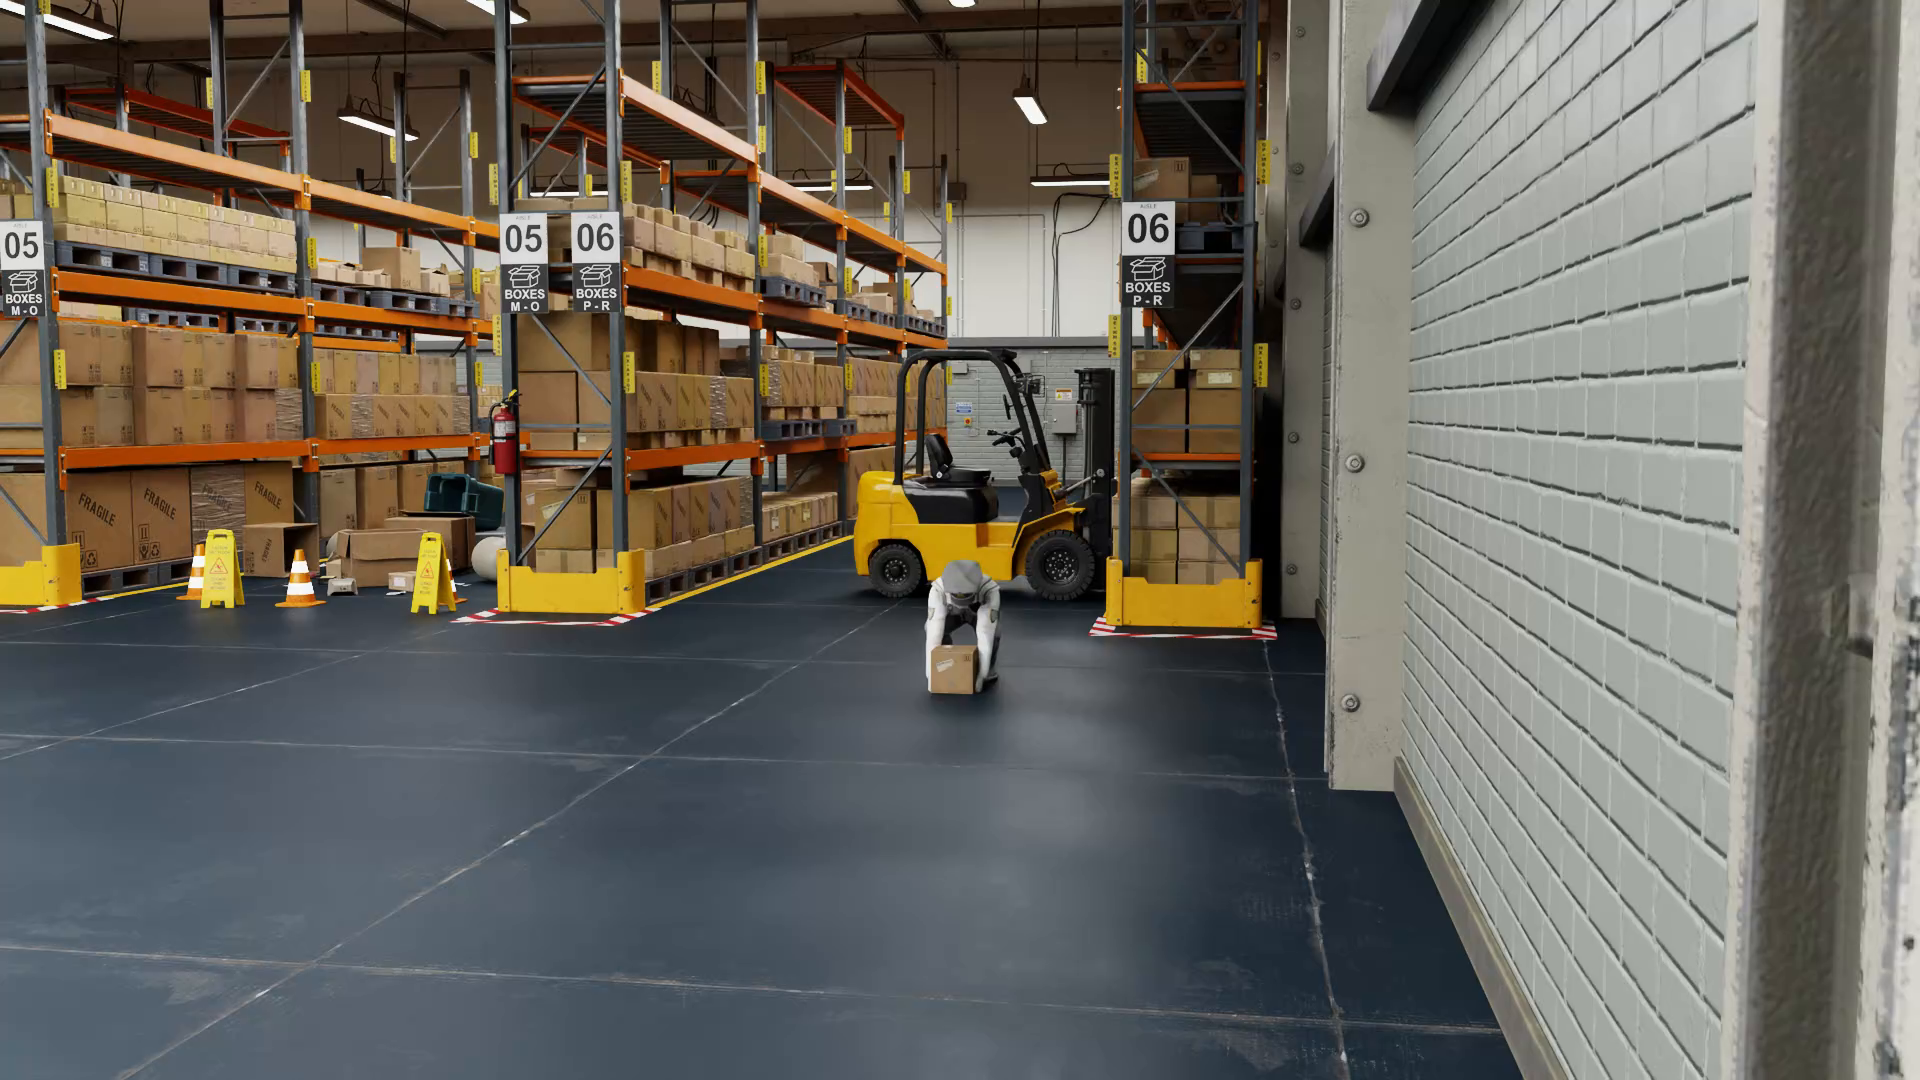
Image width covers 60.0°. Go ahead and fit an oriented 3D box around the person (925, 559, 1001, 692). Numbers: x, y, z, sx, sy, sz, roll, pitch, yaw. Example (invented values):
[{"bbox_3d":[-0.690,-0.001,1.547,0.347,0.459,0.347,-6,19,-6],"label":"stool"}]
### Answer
[{"bbox_3d":[0.026,0.505,10.019,0.460,0.838,0.894,1,5,8],"label":"person"}]
